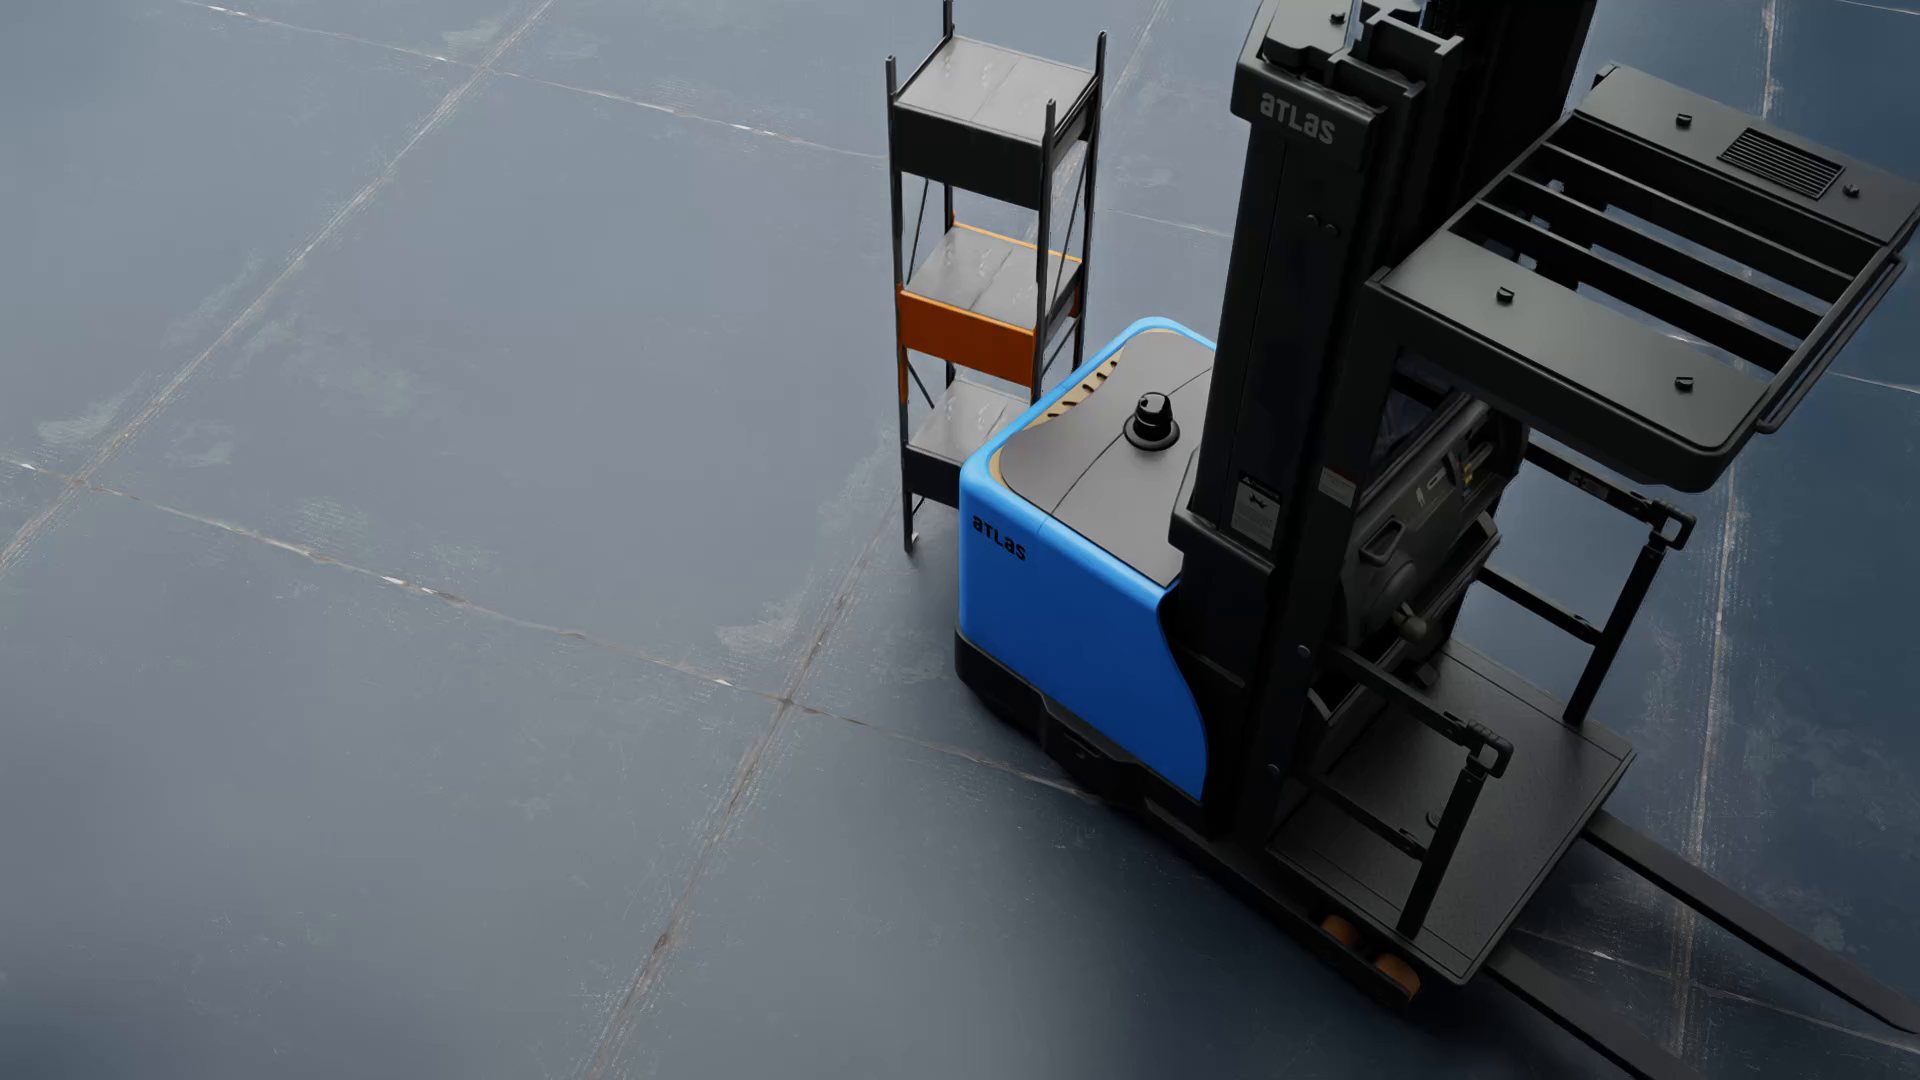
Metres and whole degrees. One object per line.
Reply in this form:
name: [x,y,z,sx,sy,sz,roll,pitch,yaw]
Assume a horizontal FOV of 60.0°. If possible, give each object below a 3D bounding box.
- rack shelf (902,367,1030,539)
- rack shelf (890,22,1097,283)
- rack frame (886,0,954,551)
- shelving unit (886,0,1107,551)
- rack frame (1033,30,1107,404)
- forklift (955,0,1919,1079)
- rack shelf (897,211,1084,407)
rack shelf: [0.105,-0.236,6.010,0.480,0.518,0.431,20,52,16]
rack shelf: [0.105,-1.154,4.952,0.480,0.518,0.431,20,52,16]
rack frame: [-0.115,-0.783,5.539,0.015,2.100,0.400,20,52,16]
shelving unit: [0.105,-0.704,5.471,0.503,2.100,0.431,20,52,16]
rack frame: [0.325,-0.625,5.402,0.015,2.100,0.400,20,52,16]
forklift: [1.419,-0.008,4.318,3.031,2.935,1.130,34,57,26]
rack shelf: [0.105,-0.695,5.481,0.480,0.518,0.431,20,52,16]
